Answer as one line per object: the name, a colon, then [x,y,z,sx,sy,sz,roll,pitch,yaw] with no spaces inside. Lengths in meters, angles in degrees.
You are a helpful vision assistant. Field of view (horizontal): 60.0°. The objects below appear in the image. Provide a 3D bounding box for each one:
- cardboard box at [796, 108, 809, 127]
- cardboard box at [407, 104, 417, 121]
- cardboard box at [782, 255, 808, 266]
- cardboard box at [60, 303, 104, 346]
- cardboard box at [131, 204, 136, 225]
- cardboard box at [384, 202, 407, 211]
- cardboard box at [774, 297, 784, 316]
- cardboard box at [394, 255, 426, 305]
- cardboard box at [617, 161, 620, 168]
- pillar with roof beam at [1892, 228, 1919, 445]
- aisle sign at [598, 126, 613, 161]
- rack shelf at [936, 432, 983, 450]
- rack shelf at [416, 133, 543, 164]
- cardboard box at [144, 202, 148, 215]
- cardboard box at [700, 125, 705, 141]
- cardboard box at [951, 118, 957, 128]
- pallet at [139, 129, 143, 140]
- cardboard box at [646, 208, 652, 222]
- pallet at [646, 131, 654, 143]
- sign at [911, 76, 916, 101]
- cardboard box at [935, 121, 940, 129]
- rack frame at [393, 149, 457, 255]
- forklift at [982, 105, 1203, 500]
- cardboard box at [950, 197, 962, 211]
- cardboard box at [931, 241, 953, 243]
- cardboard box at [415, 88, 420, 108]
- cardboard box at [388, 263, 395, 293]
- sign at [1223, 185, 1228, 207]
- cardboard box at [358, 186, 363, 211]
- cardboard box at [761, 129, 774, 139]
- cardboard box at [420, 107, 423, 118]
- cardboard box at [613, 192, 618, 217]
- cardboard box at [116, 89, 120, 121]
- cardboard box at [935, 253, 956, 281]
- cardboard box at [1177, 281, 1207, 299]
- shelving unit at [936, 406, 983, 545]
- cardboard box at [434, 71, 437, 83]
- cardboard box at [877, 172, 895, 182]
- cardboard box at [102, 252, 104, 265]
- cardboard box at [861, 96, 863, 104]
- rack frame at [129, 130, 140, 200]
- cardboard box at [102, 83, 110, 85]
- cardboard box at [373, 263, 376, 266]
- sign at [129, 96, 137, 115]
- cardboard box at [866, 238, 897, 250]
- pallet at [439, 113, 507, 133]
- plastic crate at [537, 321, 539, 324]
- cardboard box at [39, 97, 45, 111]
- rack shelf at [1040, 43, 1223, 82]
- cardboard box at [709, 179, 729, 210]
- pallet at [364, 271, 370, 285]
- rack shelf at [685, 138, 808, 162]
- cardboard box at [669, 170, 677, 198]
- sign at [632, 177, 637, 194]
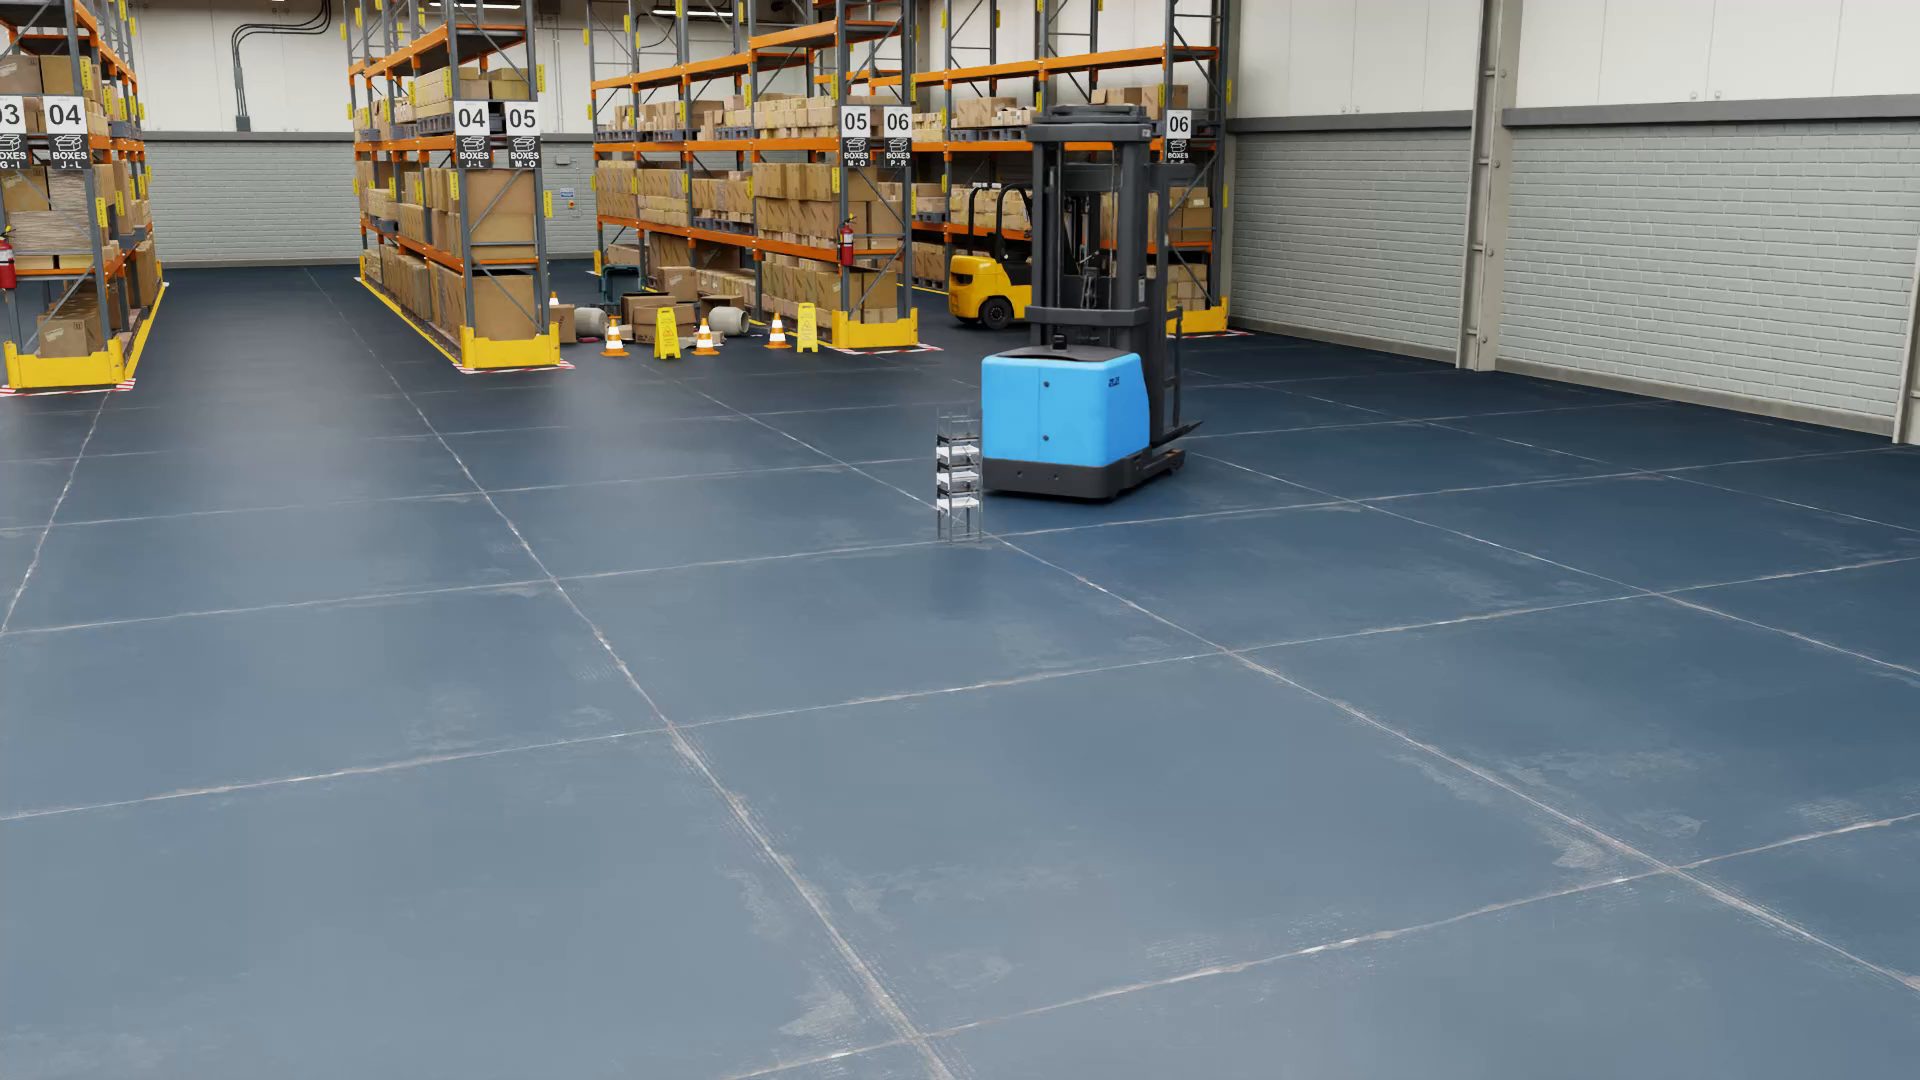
cardboard box: [-2.007,-5.960,23.490,0.500,0.250,0.500,-5,14,-21]
cardboard box: [-7.936,-6.370,24.768,0.500,0.250,0.500,-6,14,-23]
cardboard box: [-2.442,-4.169,24.794,0.380,0.149,0.250,-5,14,-20]
cardboard box: [-11.144,-2.728,21.116,0.500,0.500,0.500,-7,15,-28]
cardboard box: [-13.372,-5.066,26.386,0.500,0.500,0.500,-5,14,-21]
cardboard box: [-9.457,-5.608,27.913,0.380,0.149,0.250,-5,14,-22]
cardboard box: [-2.531,-3.571,25.312,0.500,0.250,0.500,-5,14,-20]
cardboard box: [-8.680,-4.294,27.330,1.050,0.750,0.750,-6,14,-24]
cardboard box: [-6.930,-7.820,34.628,0.380,0.149,0.250,-6,14,-23]
pillar with roof beam: [4.814,-4.864,12.428,9.100,9.000,0.400,-6,14,-23]
aisle sign: [-7.846,-8.696,36.524,0.394,0.787,0.004,-6,14,-23]
rack shelf: [-0.003,-0.671,11.222,0.258,0.077,0.200,-6,14,-23]
rack shelf: [-6.438,-5.191,22.089,1.077,0.370,4.000,-6,14,-23]
cardboard box: [-15.575,-6.224,31.282,0.500,0.250,0.500,-6,14,-23]
cardboard box: [-4.274,-7.050,28.826,0.396,0.266,0.258,-6,14,-23]
cardboard box: [0.061,-7.738,30.864,0.380,0.166,0.250,-6,14,-23]
pallet: [-16.325,-7.811,32.012,1.003,0.211,1.213,-6,14,-23]
cardboard box: [-5.806,-6.319,32.355,0.500,0.250,0.500,-6,14,-24]
pallet: [-5.537,-7.797,32.179,0.805,0.209,1.217,-6,14,-25]
sign: [-0.645,-6.071,22.358,0.100,0.325,0.005,-6,14,-23]
cardboard box: [-0.249,-7.926,31.760,0.380,0.149,0.250,-6,14,-24]
rack frame: [-8.842,-5.320,27.702,1.000,3.000,0.127,-6,14,-23]
forklift: [1.241,-2.018,13.590,1.130,2.935,3.031,6,14,25]
cardboard box: [0.131,-6.291,31.124,0.500,0.250,0.500,-6,14,-23]
cardboard box: [-0.360,-5.997,33.804,0.380,0.149,0.250,-6,14,-25]
cardboard box: [-7.300,-6.153,23.172,0.500,0.250,0.500,-6,14,-23]
cardboard box: [-9.776,-4.634,29.353,0.500,0.500,0.500,-6,14,-25]
sign: [3.915,-5.093,24.628,0.100,0.325,0.005,-6,14,-23]
cardboard box: [-12.120,-7.048,34.290,0.500,0.500,0.500,-5,14,-20]
cardboard box: [-2.793,-6.154,25.213,0.380,0.149,0.250,-6,14,-23]
cardboard box: [-7.201,-5.875,22.852,0.380,0.149,0.250,-6,14,-23]
cardboard box: [-6.991,-7.053,34.971,0.500,0.500,0.500,-5,14,-21]
cardboard box: [-13.007,-6.570,25.123,0.500,0.500,0.500,-5,14,-21]
cardboard box: [-0.167,-5.291,32.193,0.500,0.500,0.500,-5,14,-21]
cardboard box: [3.406,-3.808,25.230,0.500,0.250,0.500,-5,14,-22]
shelving unit: [-0.003,-0.440,11.276,0.258,0.900,0.210,-6,14,-23]
cardboard box: [-6.488,-5.896,21.177,0.380,0.149,0.250,-6,14,-23]
cardboard box: [-1.755,-7.832,36.567,0.500,0.500,0.500,-6,14,-25]
cardboard box: [-10.287,-3.304,19.551,0.380,0.149,0.250,-6,14,-23]
cardboard box: [-1.213,-6.005,22.799,0.380,0.149,0.250,-6,14,-23]
rack frame: [-15.029,-5.719,29.427,1.000,3.000,0.127,-6,14,-23]
cardboard box: [-15.400,-8.043,29.777,0.500,0.250,0.500,-7,15,-27]
cardboard box: [-11.638,-5.588,33.595,0.380,0.149,0.250,-6,14,-26]
sign: [-14.536,-7.637,29.216,0.100,0.325,0.005,-6,14,-23]
cardboard box: [-1.089,-4.101,22.995,0.380,0.149,0.250,-6,14,-23]
pallet: [-5.944,-5.237,20.891,1.003,0.211,1.213,-6,14,-23]
plastic crate: [-5.969,-3.234,24.798,0.450,0.188,0.662,-8,12,8]
cardboard box: [-10.121,-4.900,18.685,0.380,0.149,0.250,-6,14,-23]
rack shelf: [2.603,-7.375,25.758,1.077,0.370,4.000,-6,14,-23]
cardboard box: [-3.944,-5.856,28.206,0.500,0.500,0.500,-5,14,-22]
pallet: [-11.723,-5.427,34.351,1.003,0.211,1.213,-6,14,-23]
rack shelf: [-3.546,-6.485,27.682,1.077,0.370,4.000,-6,14,-23]
cardboard box: [-5.007,-6.512,30.414,0.500,0.500,0.500,-5,14,-22]
sign: [-6.457,-7.024,32.970,0.100,0.325,0.005,-6,14,-23]
